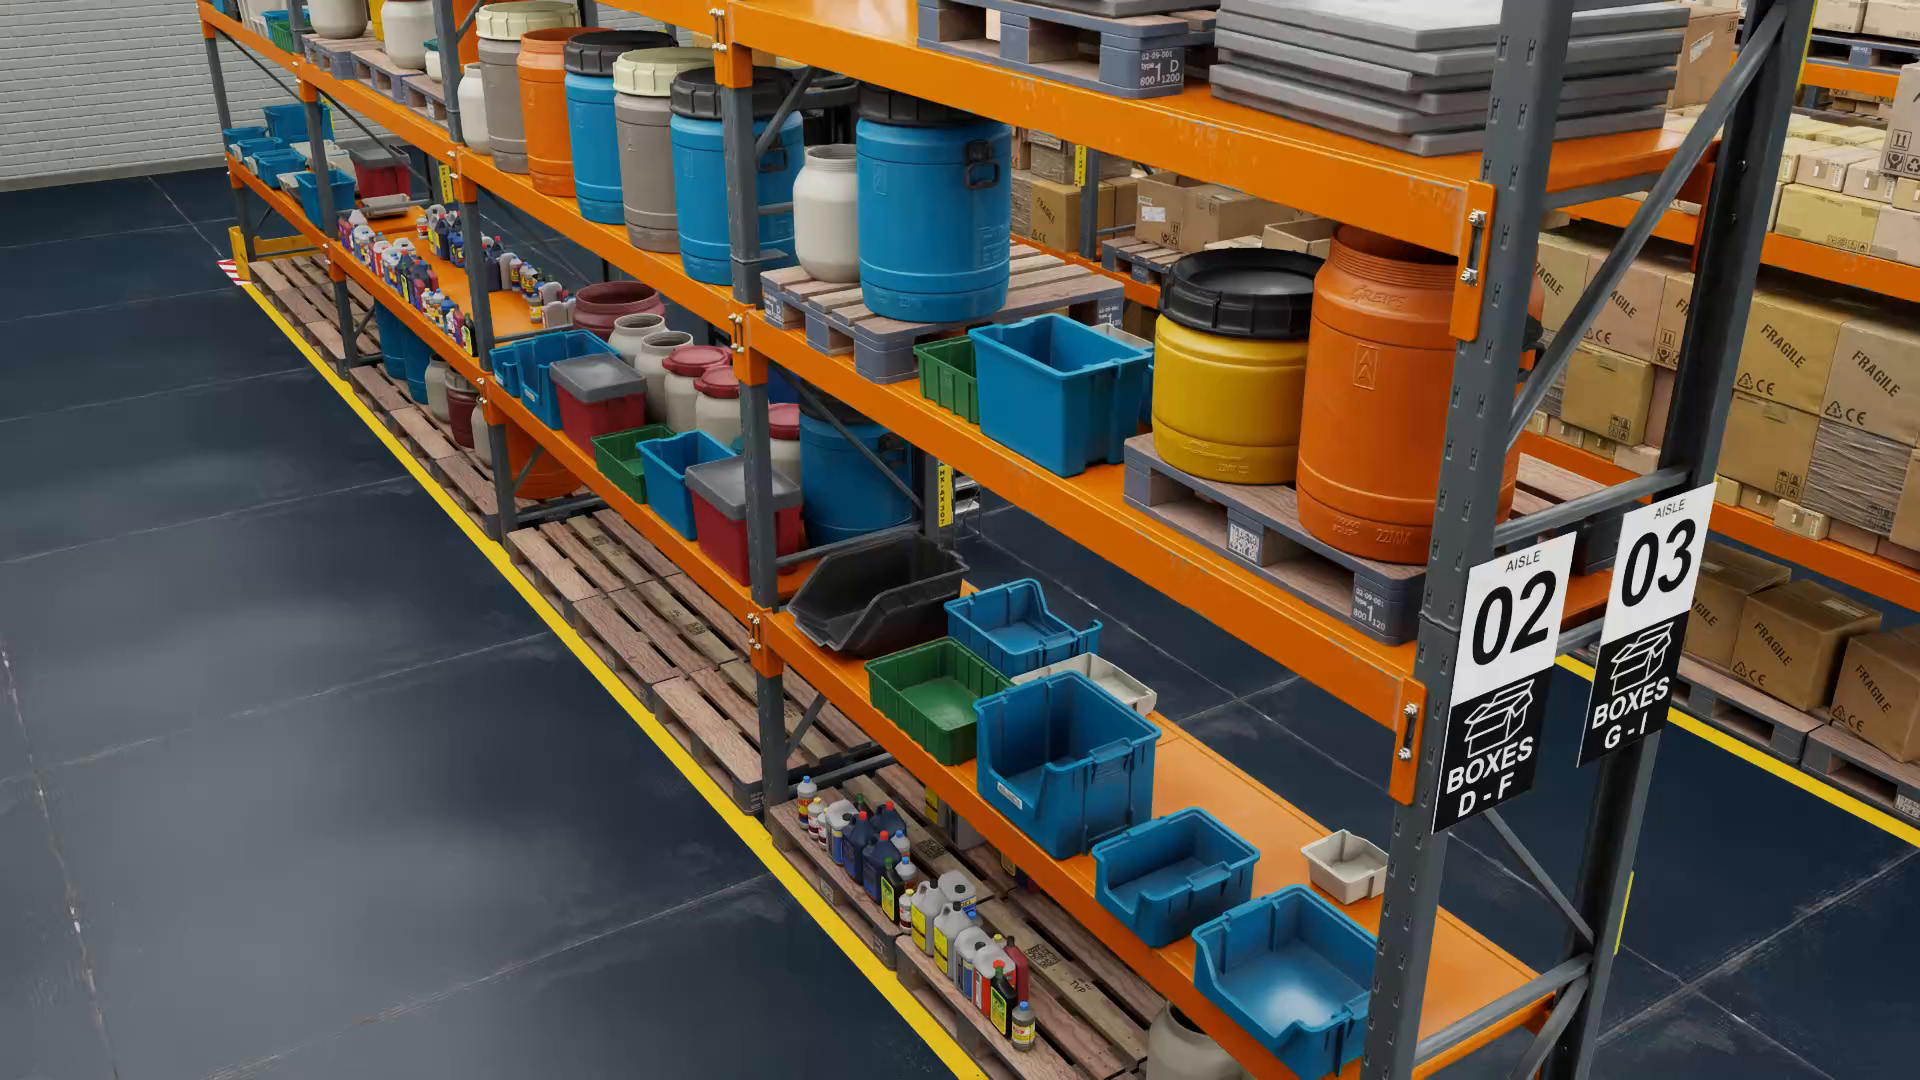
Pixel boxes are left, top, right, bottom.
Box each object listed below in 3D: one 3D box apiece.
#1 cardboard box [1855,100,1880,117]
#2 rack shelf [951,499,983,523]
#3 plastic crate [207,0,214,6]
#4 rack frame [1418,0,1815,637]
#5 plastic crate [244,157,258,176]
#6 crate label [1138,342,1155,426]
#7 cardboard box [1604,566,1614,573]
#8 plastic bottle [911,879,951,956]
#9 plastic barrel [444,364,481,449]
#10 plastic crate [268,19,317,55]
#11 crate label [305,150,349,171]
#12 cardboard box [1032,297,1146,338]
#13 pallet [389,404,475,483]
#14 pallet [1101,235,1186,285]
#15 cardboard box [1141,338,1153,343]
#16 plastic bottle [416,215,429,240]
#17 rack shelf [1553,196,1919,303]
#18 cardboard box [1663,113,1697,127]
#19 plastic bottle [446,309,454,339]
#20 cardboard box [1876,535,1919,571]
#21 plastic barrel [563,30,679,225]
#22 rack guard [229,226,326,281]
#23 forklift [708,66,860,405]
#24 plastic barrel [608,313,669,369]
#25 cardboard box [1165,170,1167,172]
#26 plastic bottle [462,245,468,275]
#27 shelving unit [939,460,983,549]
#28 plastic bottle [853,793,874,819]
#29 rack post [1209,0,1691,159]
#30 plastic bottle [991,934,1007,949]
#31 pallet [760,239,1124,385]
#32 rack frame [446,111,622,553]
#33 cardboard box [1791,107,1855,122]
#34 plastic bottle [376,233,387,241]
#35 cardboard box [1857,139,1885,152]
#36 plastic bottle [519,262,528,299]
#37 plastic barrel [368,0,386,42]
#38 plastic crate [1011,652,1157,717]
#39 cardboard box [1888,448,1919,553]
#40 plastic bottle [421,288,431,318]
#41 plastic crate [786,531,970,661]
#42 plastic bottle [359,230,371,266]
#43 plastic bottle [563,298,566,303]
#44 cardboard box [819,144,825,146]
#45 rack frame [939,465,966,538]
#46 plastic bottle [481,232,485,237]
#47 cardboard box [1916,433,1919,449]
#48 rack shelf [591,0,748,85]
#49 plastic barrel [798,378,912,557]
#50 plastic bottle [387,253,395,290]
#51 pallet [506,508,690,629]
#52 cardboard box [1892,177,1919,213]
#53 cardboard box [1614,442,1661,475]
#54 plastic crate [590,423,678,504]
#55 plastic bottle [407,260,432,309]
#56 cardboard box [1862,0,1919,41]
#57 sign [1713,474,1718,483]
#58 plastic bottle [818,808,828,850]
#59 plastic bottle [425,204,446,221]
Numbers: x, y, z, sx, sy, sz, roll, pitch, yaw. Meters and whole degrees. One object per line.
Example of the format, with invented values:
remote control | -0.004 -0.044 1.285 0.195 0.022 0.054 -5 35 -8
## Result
cardboard box | 9.862 -4.672 17.898 0.380 0.149 0.250 -18 30 -33
rack shelf | -0.004 -0.217 11.618 0.258 0.077 0.200 -16 29 -30
plastic crate | -7.129 -5.357 16.185 0.497 0.269 0.590 -16 29 -30
rack frame | 1.629 -1.252 3.824 1.000 3.000 0.127 -16 29 -30
plastic crate | -6.771 -3.628 16.123 0.250 0.136 0.298 -16 29 -30
crate label | 0.884 -0.575 6.077 0.502 0.251 0.408 -16 29 -30
cardboard box | 4.099 0.172 10.271 0.500 0.500 0.500 -6 26 -13
plastic bottle | -0.127 1.634 7.325 0.144 0.351 0.185 -16 30 -30
plastic barrel | -3.636 -1.075 12.809 0.600 0.588 0.708 -16 29 -30
plastic crate | -5.406 -4.173 13.773 0.450 0.188 0.662 -16 29 -30
crate label | -6.190 -3.719 16.316 0.396 0.136 0.243 -16 29 -30
cardboard box | 1.052 -2.036 14.508 1.225 0.875 0.875 -17 30 -32
pallet | -3.866 -0.848 13.261 1.003 0.211 1.213 -16 29 -30
pallet | 1.890 -2.238 13.164 1.213 0.211 1.003 -16 29 -30
cardboard box | 1.794 -1.388 13.553 0.700 0.500 0.500 -17 30 -32
plastic bottle | -4.530 -2.640 14.024 0.097 0.201 0.097 0 25 0
rack shelf | 4.687 -1.440 8.578 1.077 0.370 4.000 -16 29 -30
cardboard box | 3.848 -2.223 9.103 0.380 0.149 0.250 -15 29 -29
plastic bottle | -3.543 -1.519 11.649 0.097 0.201 0.097 0 25 0
cardboard box | 4.909 0.007 8.478 0.380 0.149 0.250 -16 29 -30
plastic barrel | -1.728 -2.152 8.657 0.600 0.901 0.708 -16 29 -30
rack guard | -7.130 -3.137 17.772 1.175 0.500 0.348 -16 29 -30
forklift | -1.467 -2.365 13.289 1.130 2.935 3.031 -14 29 -28
plastic barrel | -1.998 -1.133 10.468 0.421 0.512 0.421 0 25 0
cardboard box | 2.681 -4.365 19.944 0.380 0.149 0.250 -17 30 -31
plastic bottle | -3.855 -2.230 13.072 0.097 0.271 0.097 0 25 0
shelving unit | -0.004 -0.410 11.526 0.258 0.900 0.210 -16 29 -30
plastic bottle | -0.460 1.360 7.985 0.061 0.283 0.133 -16 29 -30
rack post | 1.323 -1.326 4.566 0.937 0.300 0.954 -12 28 -24
plastic bottle | 0.163 1.791 7.168 0.097 0.201 0.097 0 25 0
pallet | -0.079 -1.006 7.036 1.213 0.211 1.003 -16 29 -30
rack frame | -2.738 -1.401 11.166 1.000 3.000 0.127 -16 29 -30
cardboard box | 6.972 -3.282 13.862 0.700 0.500 0.500 -15 29 -29
plastic bottle | -4.694 -2.392 13.498 0.097 0.201 0.097 0 25 0
cardboard box | 4.812 -1.957 8.539 0.380 0.149 0.250 -17 30 -31
plastic bottle | -3.249 -1.951 12.482 0.097 0.271 0.097 0 25 0
plastic barrel | -4.254 -4.184 12.835 0.600 0.588 0.600 0 25 0
plastic crate | 0.544 0.671 7.086 0.530 0.136 0.437 -16 29 -30
cardboard box | 5.128 -0.227 8.214 0.875 0.500 0.500 -16 29 -30
plastic bottle | -3.862 -1.728 12.092 0.097 0.201 0.097 0 25 0
plastic crate | -0.376 0.275 7.689 0.767 0.338 0.504 -16 29 -30
plastic bottle | -4.748 -2.340 13.306 0.097 0.271 0.097 0 25 0
plastic bottle | -2.797 -1.624 11.871 0.097 0.201 0.097 0 25 0
cardboard box | -1.233 -4.149 16.815 0.500 0.250 0.500 -16 30 -31
rack frame | -0.060 -0.446 11.604 0.240 0.900 0.006 -16 29 -30
plastic bottle | -3.888 -2.350 13.323 0.152 0.276 0.135 -16 29 -30
cardboard box | 4.994 -0.642 7.922 0.500 0.500 0.500 -16 29 -30
rack shelf | -1.647 -2.892 8.609 1.077 0.370 4.000 -16 29 -30
plastic barrel | -0.512 -0.405 8.470 0.600 0.901 0.708 -16 29 -30
plastic bottle | -4.316 -2.057 12.706 0.097 0.271 0.097 0 25 0
pallet | -2.348 0.147 11.155 1.003 0.211 1.213 -16 29 -30
cardboard box | 4.662 -1.656 7.902 0.380 0.149 0.250 -17 30 -32
cardboard box | 3.992 -0.502 9.556 0.380 0.149 0.250 -16 29 -30
plastic crate | -1.742 -0.431 9.360 0.450 0.188 0.662 -16 29 -30
plastic bottle | -3.993 -1.899 12.279 0.144 0.351 0.185 -16 29 -30
cardboard box | 7.286 -3.983 12.689 0.500 0.250 0.500 -15 29 -29
sign | 2.092 -0.026 4.730 0.100 0.325 0.005 -16 29 -30
plastic bottle | -0.637 1.385 8.026 0.097 0.201 0.097 0 25 0
plastic bottle | -4.436 -2.710 14.084 0.152 0.276 0.135 -16 29 -30
